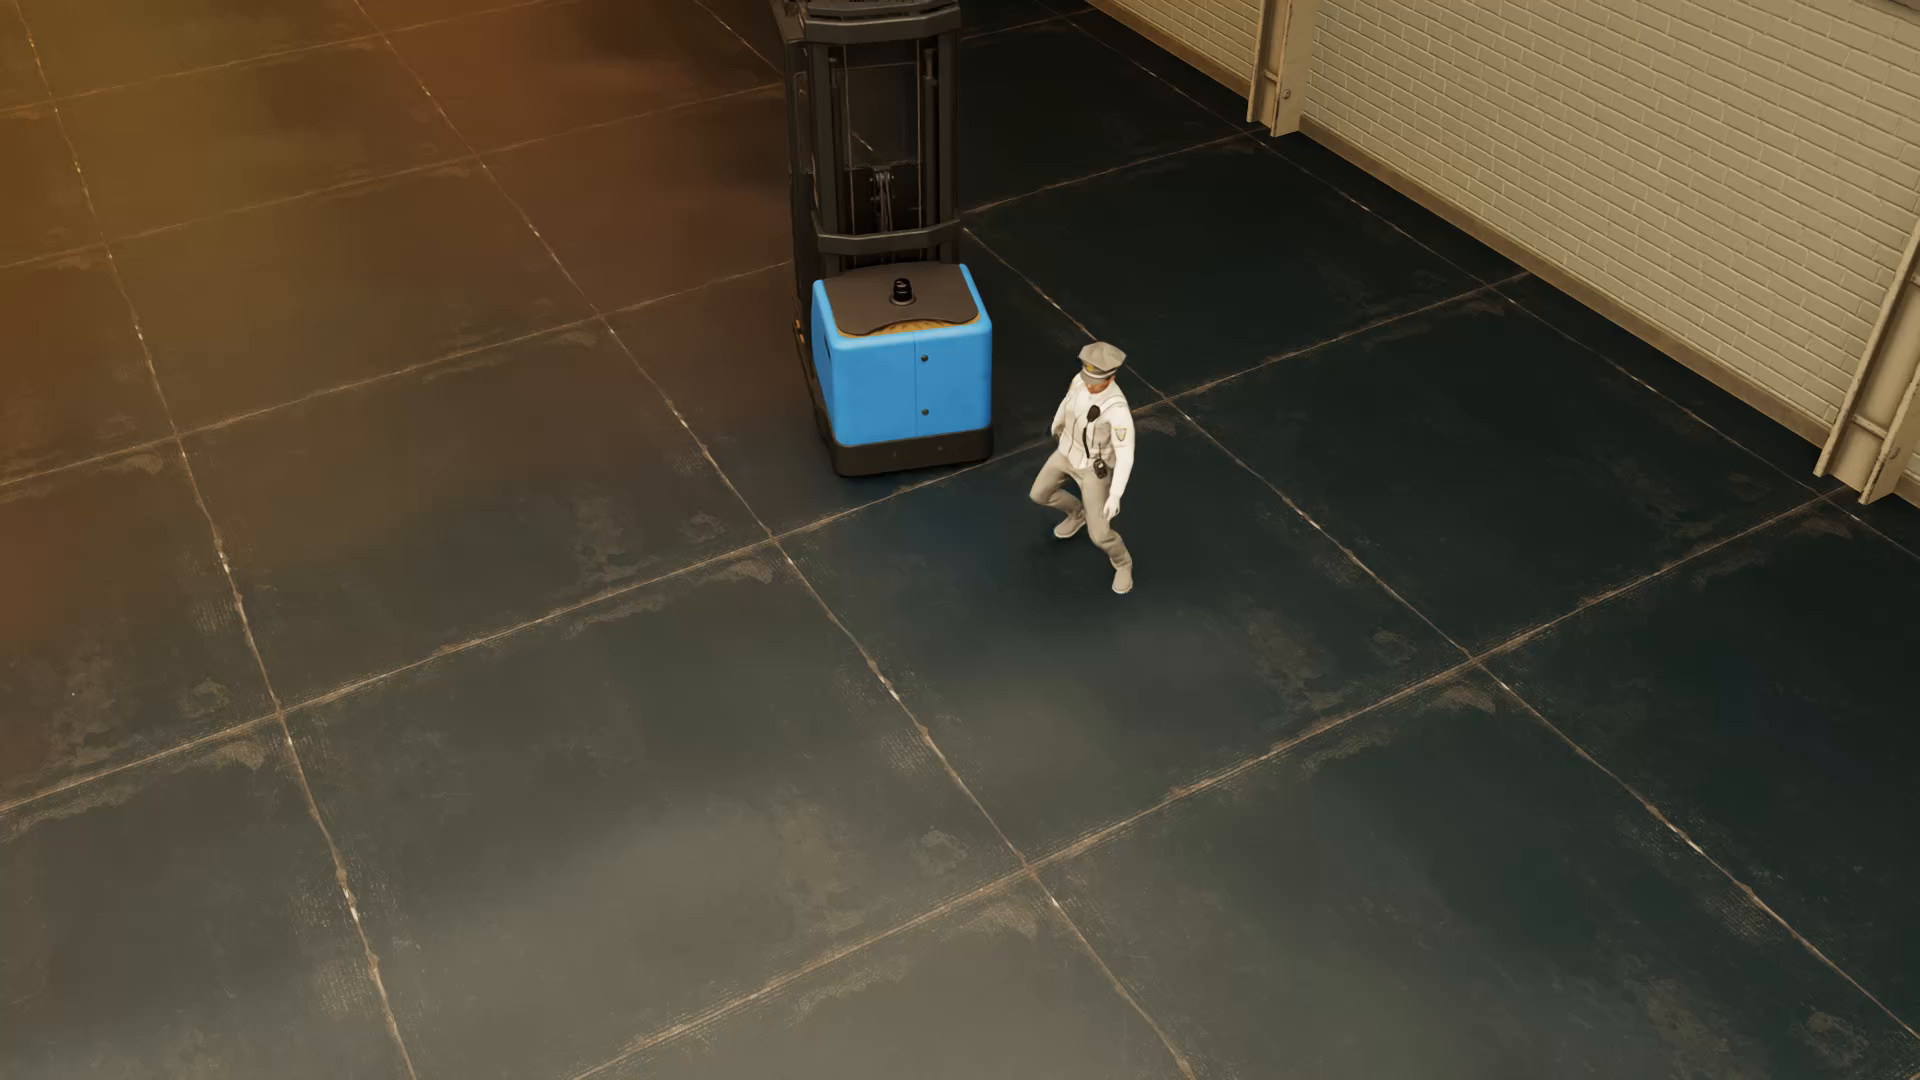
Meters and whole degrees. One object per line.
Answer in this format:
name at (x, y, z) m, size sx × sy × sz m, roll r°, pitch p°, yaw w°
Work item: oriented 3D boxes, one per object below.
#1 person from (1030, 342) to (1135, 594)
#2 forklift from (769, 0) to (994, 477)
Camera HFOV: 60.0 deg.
person at (0.737, -0.477, 9.688) m, size 0.479 × 1.582 × 0.828 m, roll -20°, pitch 44°, yaw -22°
forklift at (-0.601, -2.483, 11.030) m, size 1.130 × 2.935 × 3.031 m, roll -8°, pitch 40°, yaw -10°
